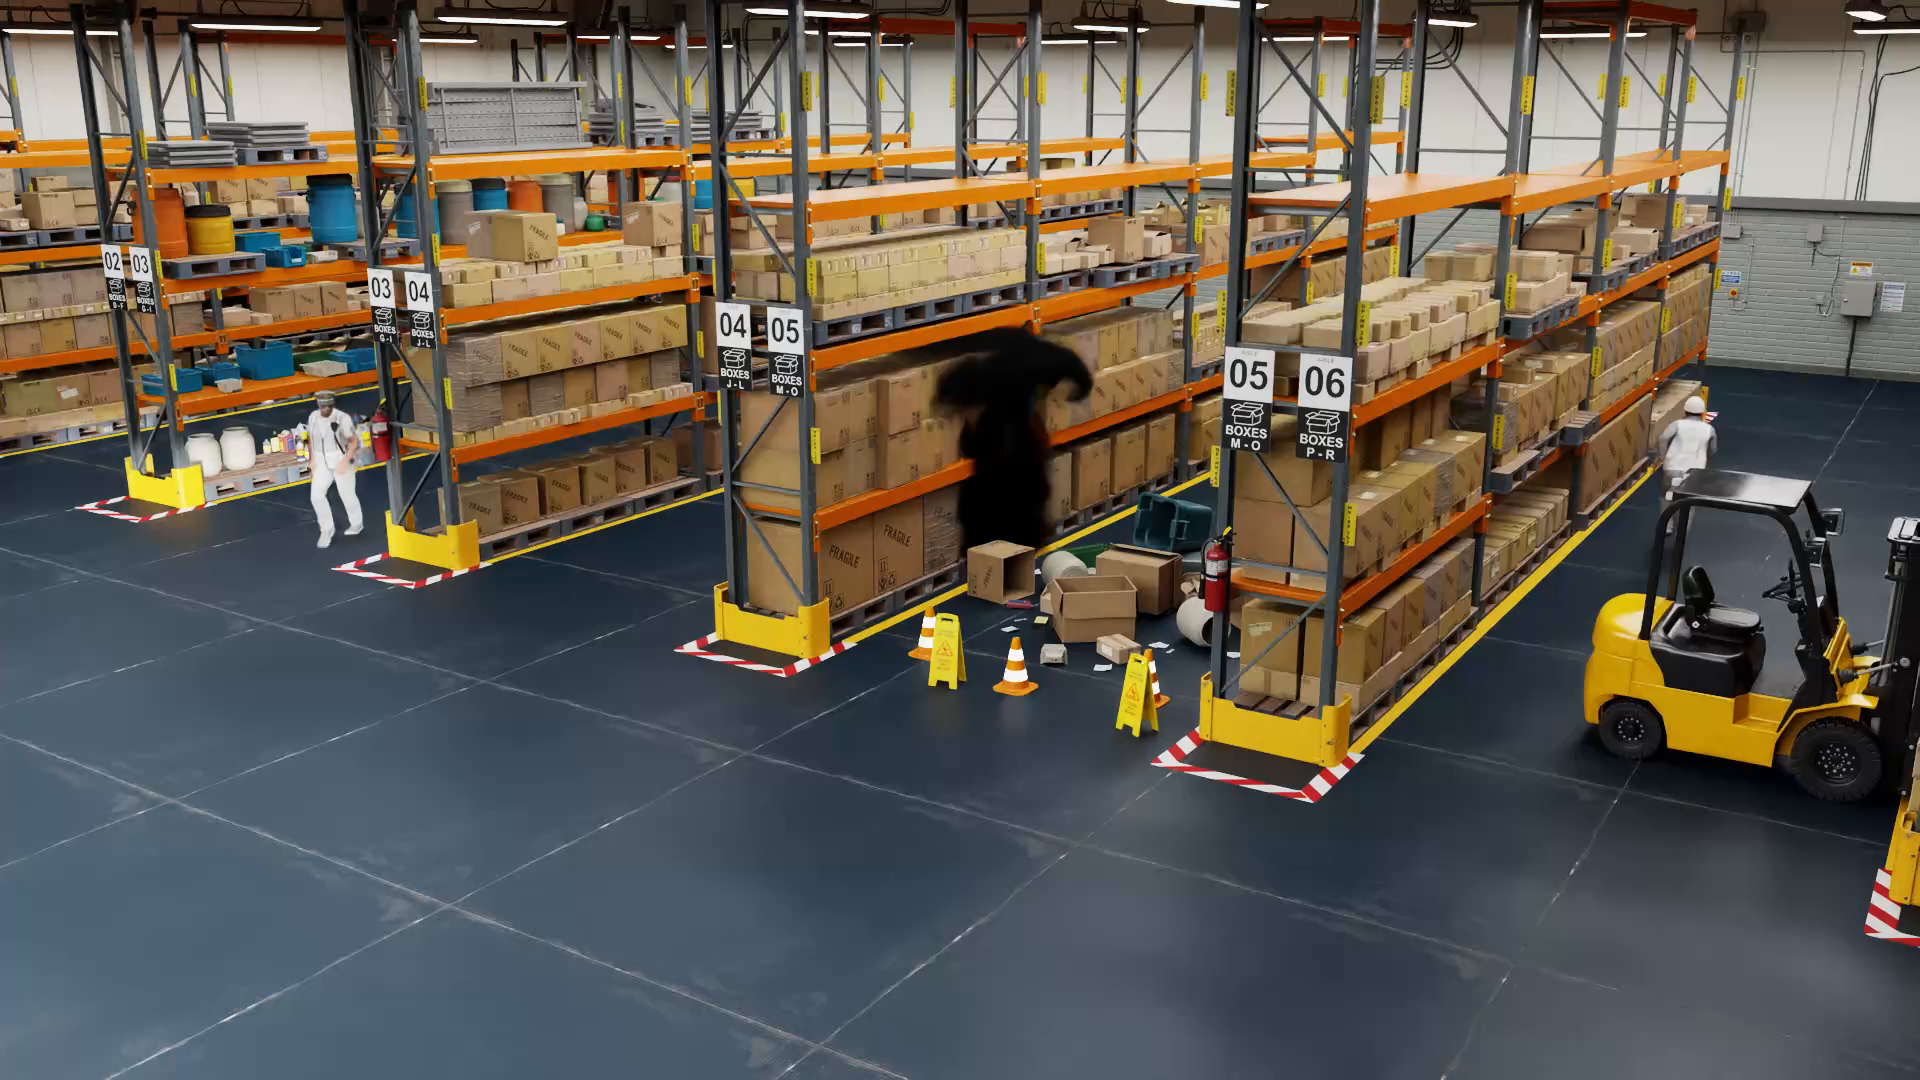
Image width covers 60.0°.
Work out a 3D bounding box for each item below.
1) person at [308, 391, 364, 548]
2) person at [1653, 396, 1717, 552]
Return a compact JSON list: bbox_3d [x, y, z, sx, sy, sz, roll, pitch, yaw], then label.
[{"bbox_3d":[-7.126,-0.830,18.974,0.621,1.810,0.622,2,16,6],"label":"person"},{"bbox_3d":[8.194,-0.772,18.830,0.643,1.687,0.939,6,17,22],"label":"person"}]
